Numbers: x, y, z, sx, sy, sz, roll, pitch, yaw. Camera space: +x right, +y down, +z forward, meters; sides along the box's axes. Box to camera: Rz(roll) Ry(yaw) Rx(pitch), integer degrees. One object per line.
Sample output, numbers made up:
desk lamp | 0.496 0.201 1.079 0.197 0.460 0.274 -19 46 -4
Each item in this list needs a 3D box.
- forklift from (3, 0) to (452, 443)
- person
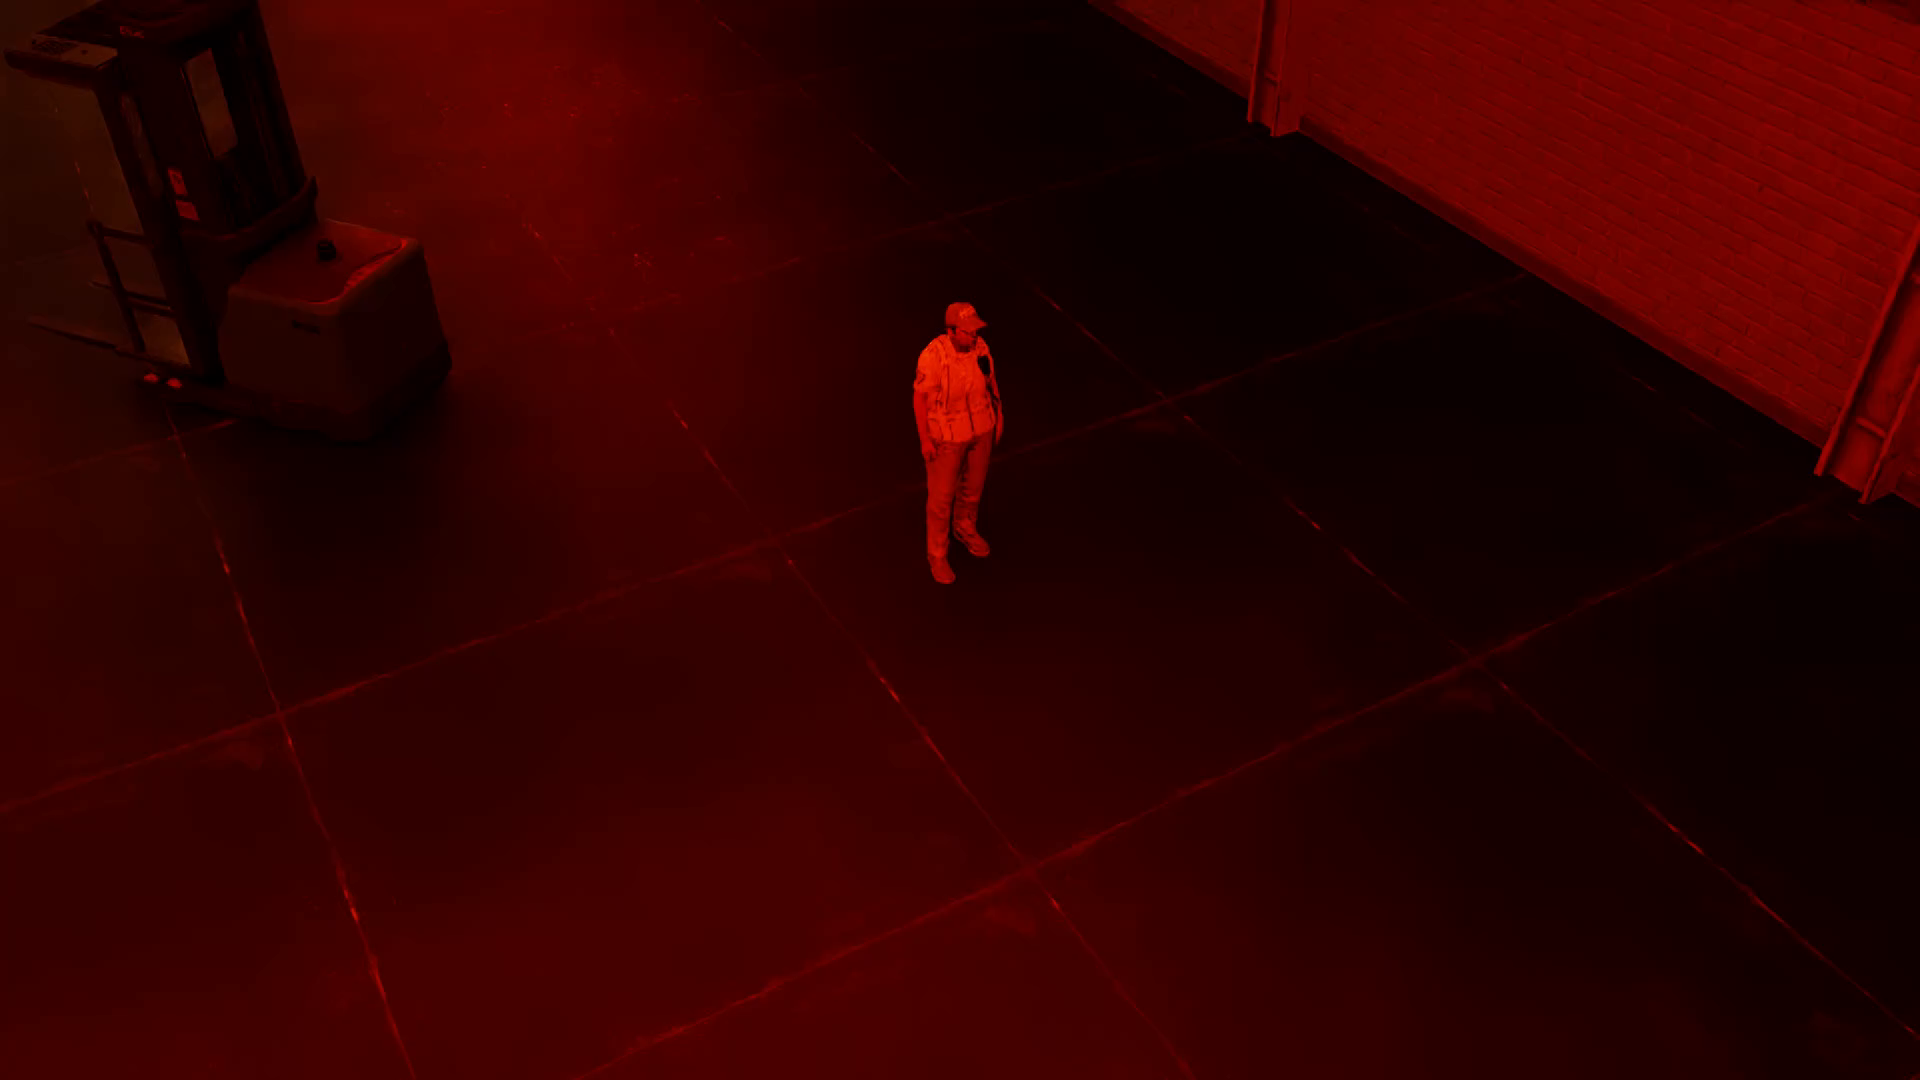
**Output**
forklift | -5.142 -2.369 10.893 3.031 2.935 1.130 14 42 16
person | 0.019 -0.597 9.736 0.598 1.669 0.529 -20 44 -23
